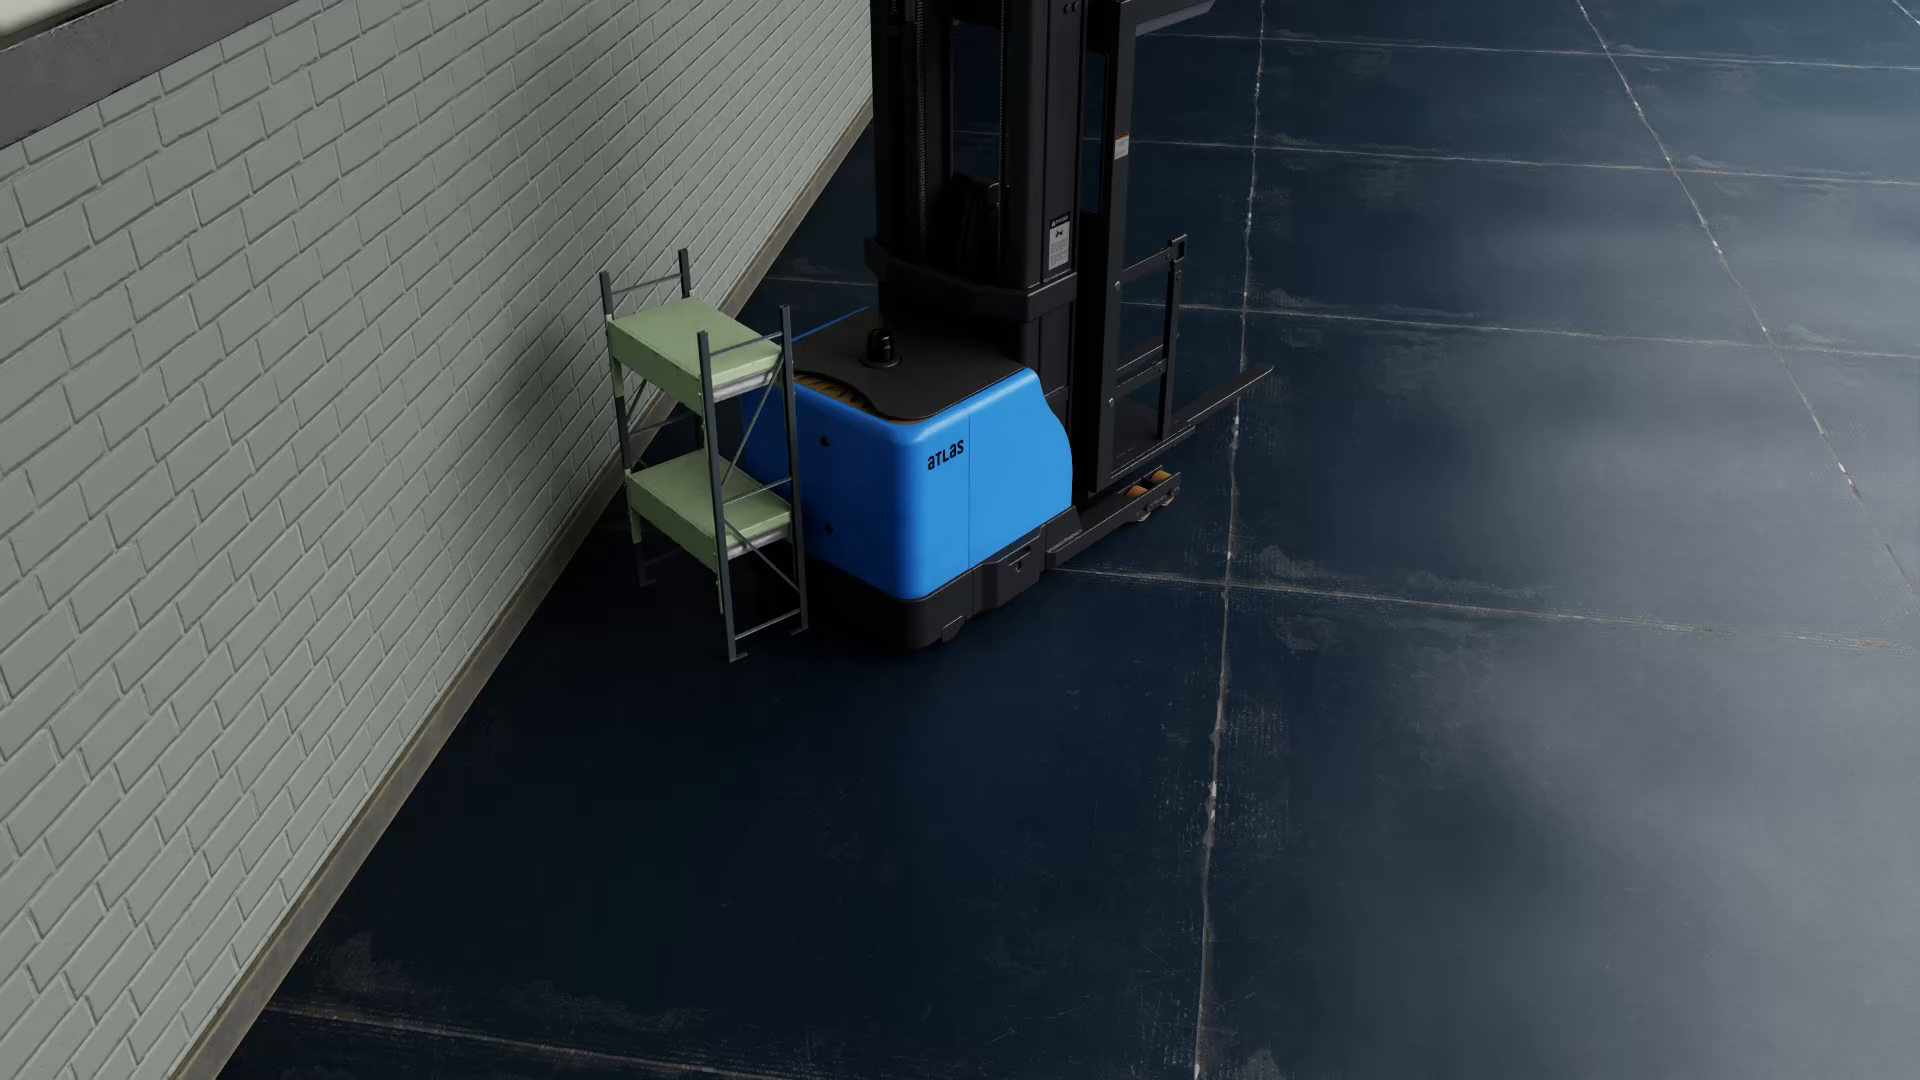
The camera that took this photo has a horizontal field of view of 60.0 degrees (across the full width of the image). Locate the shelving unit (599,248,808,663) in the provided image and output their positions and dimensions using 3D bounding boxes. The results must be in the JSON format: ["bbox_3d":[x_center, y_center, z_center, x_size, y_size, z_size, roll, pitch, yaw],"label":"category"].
[{"bbox_3d":[-1.046,-0.344,6.886,0.431,1.500,0.755,-24,39,-33],"label":"shelving unit"}]

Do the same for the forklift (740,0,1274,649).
[{"bbox_3d":[0.412,-1.490,7.368,1.130,2.935,3.031,25,40,34],"label":"forklift"}]

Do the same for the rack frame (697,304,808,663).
[{"bbox_3d":[-0.812,-0.194,6.647,0.400,1.500,0.023,-24,39,-33],"label":"rack frame"}]

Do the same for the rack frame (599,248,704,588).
[{"bbox_3d":[-1.279,-0.494,7.125,0.400,1.500,0.023,-24,39,-33],"label":"rack frame"}]

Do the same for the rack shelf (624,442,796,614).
[{"bbox_3d":[-1.046,-0.068,7.059,0.431,0.370,0.720,-24,39,-33],"label":"rack shelf"}]

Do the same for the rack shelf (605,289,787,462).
[{"bbox_3d":[-1.046,-0.675,6.679,0.431,0.370,0.720,-24,39,-33],"label":"rack shelf"}]
